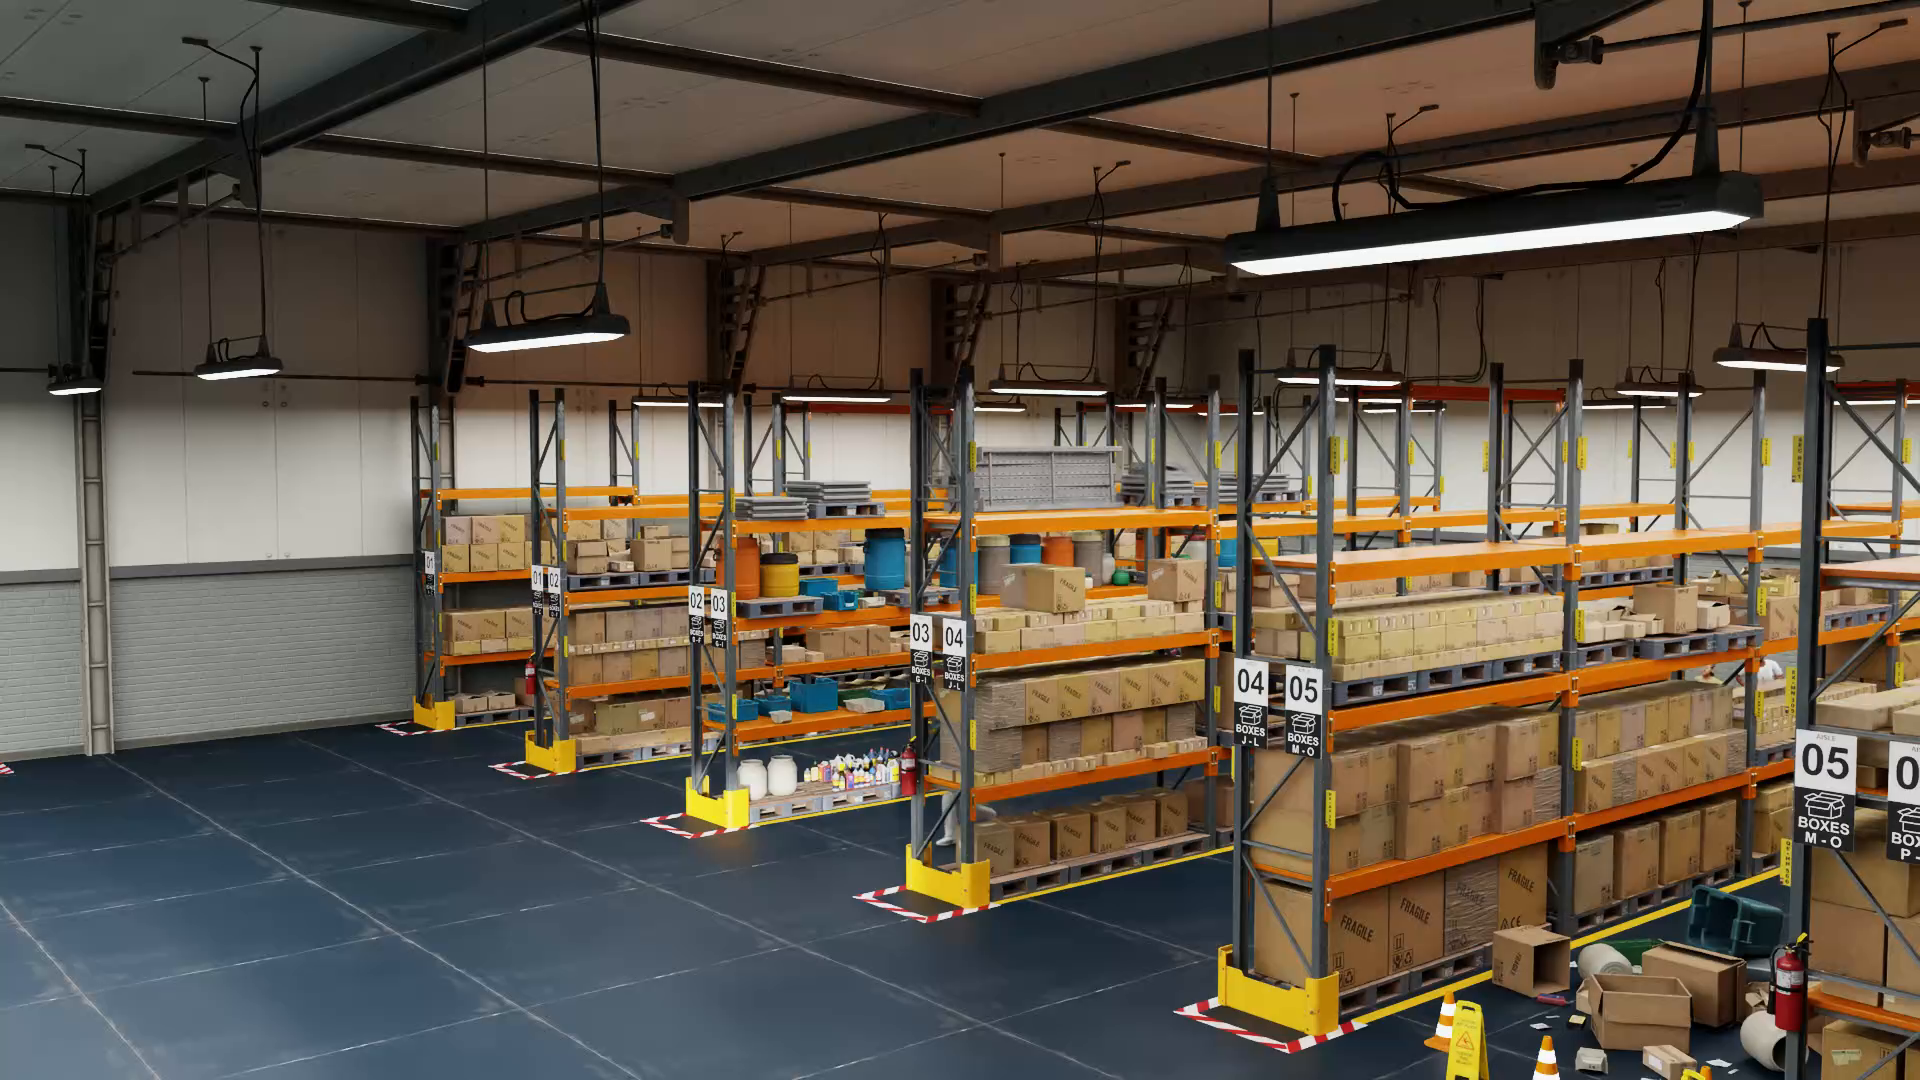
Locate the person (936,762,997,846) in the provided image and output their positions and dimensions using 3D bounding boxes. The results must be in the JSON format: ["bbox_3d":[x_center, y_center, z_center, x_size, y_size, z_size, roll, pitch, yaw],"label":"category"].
[{"bbox_3d":[0.055,3.030,21.369,0.896,1.745,0.720,-3,4,-39],"label":"person"}]

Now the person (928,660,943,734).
[{"bbox_3d":[-0.385,2.377,27.729,0.686,1.735,0.558,3,4,41],"label":"person"}]

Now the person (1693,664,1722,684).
[{"bbox_3d":[11.861,2.776,26.447,0.549,1.708,0.754,3,4,38],"label":"person"}]

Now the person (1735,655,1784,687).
[{"bbox_3d":[13.470,2.644,27.960,0.702,1.771,0.829,0,3,5],"label":"person"}]
